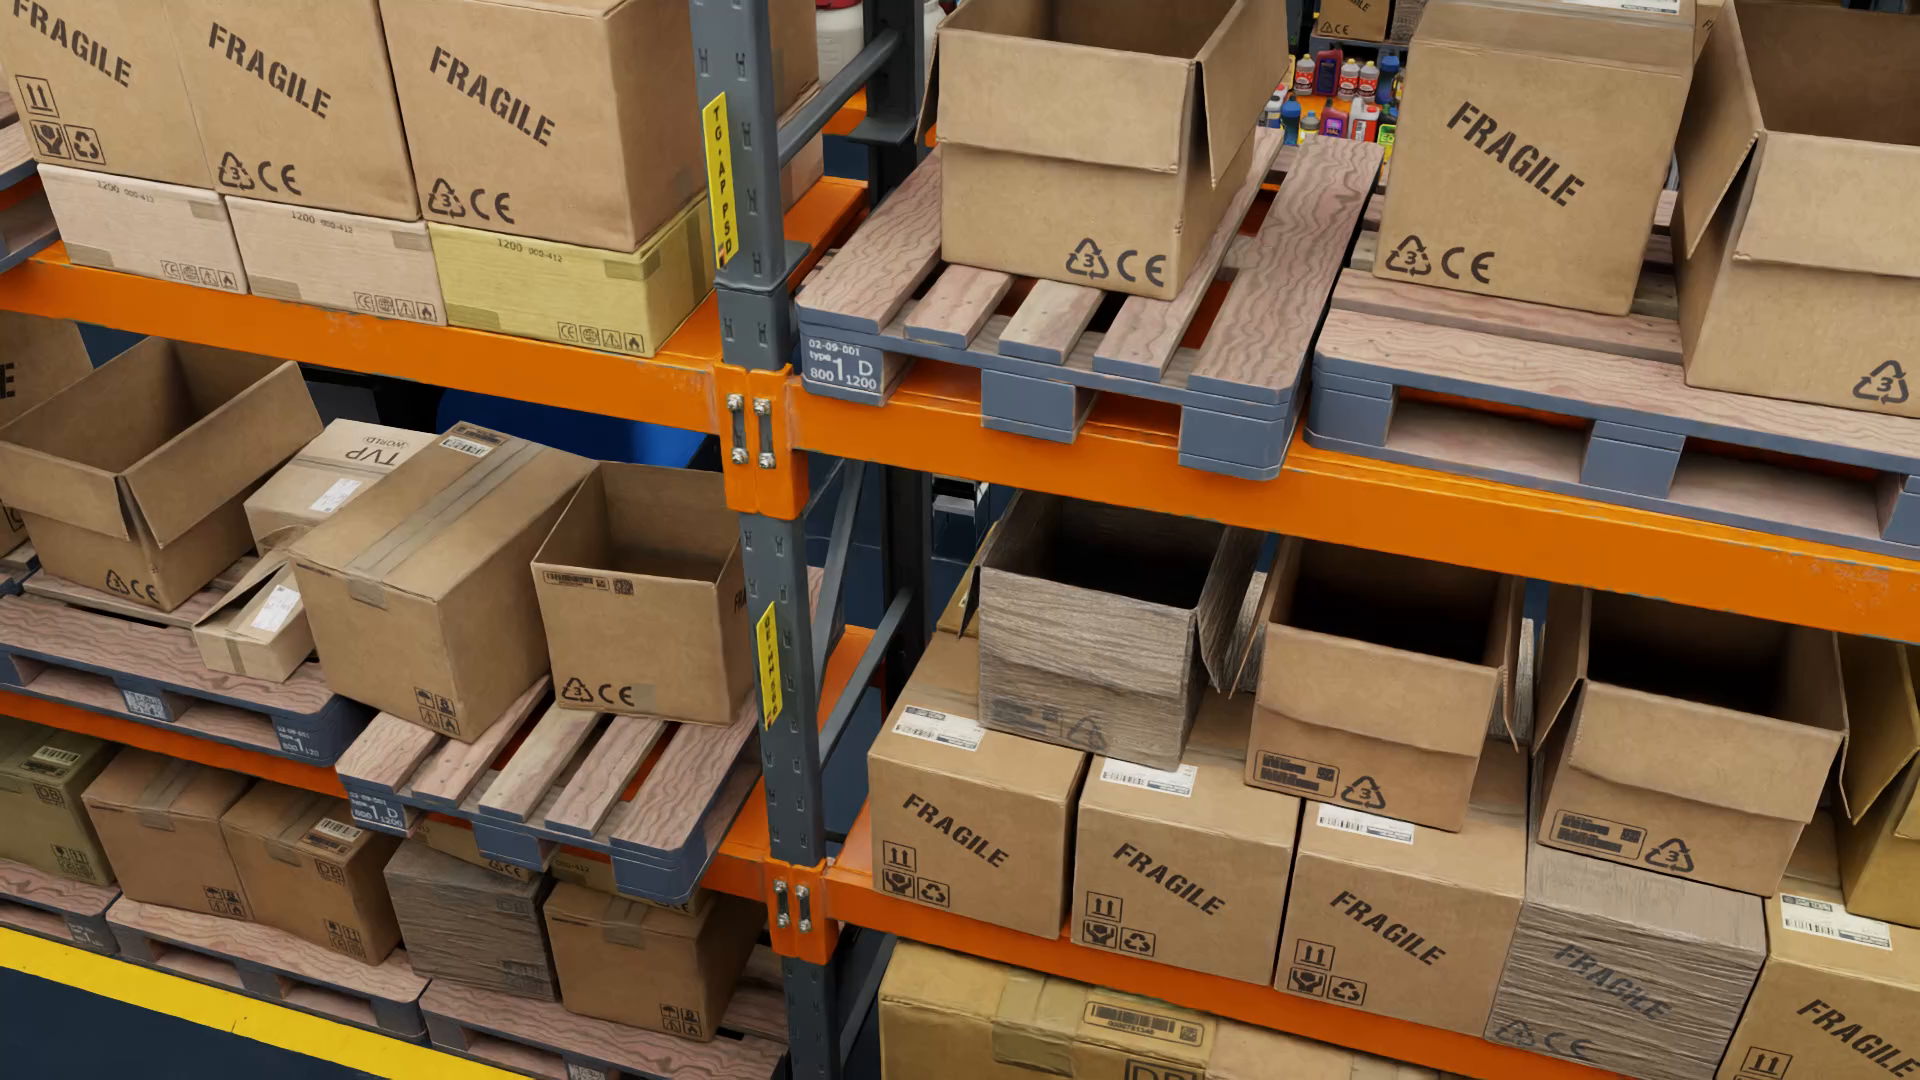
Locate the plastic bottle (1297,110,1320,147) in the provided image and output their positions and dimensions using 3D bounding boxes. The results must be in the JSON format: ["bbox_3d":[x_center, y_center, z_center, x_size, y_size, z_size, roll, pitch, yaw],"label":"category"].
[{"bbox_3d":[1.697,-1.986,8.085,0.097,0.201,0.097,0,36,0],"label":"plastic bottle"}]

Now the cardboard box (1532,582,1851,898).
[{"bbox_3d":[1.664,0.350,3.814,0.637,0.503,0.797,12,38,15],"label":"cardboard box"}]

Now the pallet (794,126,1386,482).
[{"bbox_3d":[0.338,-0.624,3.697,1.003,0.211,1.213,12,38,16],"label":"pallet"}]

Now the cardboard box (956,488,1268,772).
[{"bbox_3d":[0.401,0.118,4.129,0.637,0.503,0.797,12,38,15],"label":"cardboard box"}]

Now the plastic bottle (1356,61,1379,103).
[{"bbox_3d":[2.116,-2.380,8.620,0.097,0.201,0.097,0,36,0],"label":"plastic bottle"}]

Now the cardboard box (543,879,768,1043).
[{"bbox_3d":[-0.938,1.146,5.400,0.500,0.500,0.700,9,37,11],"label":"cardboard box"}]

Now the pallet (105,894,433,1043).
[{"bbox_3d":[-2.198,1.191,5.953,1.213,0.211,1.003,10,38,14],"label":"pallet"}]

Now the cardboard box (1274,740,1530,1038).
[{"bbox_3d":[1.074,0.802,4.046,0.500,0.500,0.500,10,37,13],"label":"cardboard box"}]

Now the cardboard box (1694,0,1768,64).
[{"bbox_3d":[5.457,-3.661,11.931,0.500,0.500,0.500,11,38,14],"label":"cardboard box"}]

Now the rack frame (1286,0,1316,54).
[{"bbox_3d":[2.665,-5.181,12.258,0.127,3.000,1.000,10,38,14],"label":"rack frame"}]

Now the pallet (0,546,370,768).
[{"bbox_3d":[-2.194,0.174,5.144,1.213,0.211,1.003,10,38,14],"label":"pallet"}]

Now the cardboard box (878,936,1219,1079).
[{"bbox_3d":[0.360,1.244,4.967,0.875,0.875,1.225,9,37,12],"label":"cardboard box"}]

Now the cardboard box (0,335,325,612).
[{"bbox_3d":[-2.428,-0.240,5.104,0.637,0.503,0.797,14,39,19],"label":"cardboard box"}]

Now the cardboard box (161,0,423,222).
[{"bbox_3d":[-1.315,-1.053,3.614,0.500,0.500,0.500,10,38,14],"label":"cardboard box"}]

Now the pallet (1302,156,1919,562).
[{"bbox_3d":[1.407,-0.428,3.430,1.213,0.211,1.003,12,38,16],"label":"pallet"}]

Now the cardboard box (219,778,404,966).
[{"bbox_3d":[-2.014,0.959,5.654,0.500,0.500,0.700,14,38,18],"label":"cardboard box"}]

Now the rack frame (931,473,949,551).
[{"bbox_3d":[-0.089,-0.379,7.506,0.006,0.900,0.240,10,38,14],"label":"rack frame"}]

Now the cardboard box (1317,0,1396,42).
[{"bbox_3d":[3.015,-4.109,12.540,0.500,0.500,0.500,12,38,16],"label":"cardboard box"}]

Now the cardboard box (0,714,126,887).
[{"bbox_3d":[-3.081,0.762,5.922,0.500,0.500,0.700,10,38,14],"label":"cardboard box"}]

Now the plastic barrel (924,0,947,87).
[{"bbox_3d":[-0.263,-2.559,8.602,0.421,0.512,0.421,0,36,0],"label":"plastic barrel"}]

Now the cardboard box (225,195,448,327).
[{"bbox_3d":[-1.297,-0.749,3.833,0.500,0.250,0.500,10,38,14],"label":"cardboard box"}]

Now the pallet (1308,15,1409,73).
[{"bbox_3d":[3.367,-3.904,12.876,1.213,0.211,1.003,10,38,14],"label":"pallet"}]

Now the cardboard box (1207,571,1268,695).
[{"bbox_3d":[0.727,0.422,4.562,0.500,0.500,0.500,10,38,13],"label":"cardboard box"}]

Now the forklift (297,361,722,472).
[{"bbox_3d":[-2.680,-1.594,7.443,3.031,2.935,1.130,9,37,12],"label":"forklift"}]

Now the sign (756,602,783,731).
[{"bbox_3d":[-0.445,0.298,3.904,0.005,0.325,0.100,10,38,14],"label":"sign"}]

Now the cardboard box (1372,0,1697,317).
[{"bbox_3d":[1.162,-0.824,3.370,0.500,0.500,0.500,12,38,16],"label":"cardboard box"}]

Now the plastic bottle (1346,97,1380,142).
[{"bbox_3d":[1.943,-1.987,8.024,0.135,0.276,0.152,10,38,14],"label":"plastic bottle"}]

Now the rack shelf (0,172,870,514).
[{"bbox_3d":[-2.201,-0.848,4.448,4.000,0.370,1.077,10,38,14],"label":"rack shelf"}]

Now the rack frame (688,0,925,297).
[{"bbox_3d":[-0.292,-1.992,2.865,0.127,3.000,1.000,10,38,14],"label":"rack frame"}]

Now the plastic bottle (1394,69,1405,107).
[{"bbox_3d":[2.302,-2.345,8.574,0.097,0.201,0.097,0,36,0],"label":"plastic bottle"}]

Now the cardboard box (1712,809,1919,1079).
[{"bbox_3d":[2.027,0.983,3.800,0.500,0.500,0.500,10,38,13],"label":"cardboard box"}]

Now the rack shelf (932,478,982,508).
[{"bbox_3d":[0.008,-0.262,7.554,0.200,0.077,0.258,10,38,14],"label":"rack shelf"}]

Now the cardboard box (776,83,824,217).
[{"bbox_3d":[-0.665,-0.951,4.107,0.500,0.250,0.500,11,38,15],"label":"cardboard box"}]

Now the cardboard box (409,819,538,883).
[{"bbox_3d":[-1.450,0.762,5.289,0.500,0.250,0.500,15,39,19],"label":"cardboard box"}]

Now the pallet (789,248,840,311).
[{"bbox_3d":[-0.704,-1.631,9.788,1.213,0.211,1.003,10,38,14],"label":"pallet"}]

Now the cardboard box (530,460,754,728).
[{"bbox_3d":[-0.820,0.142,4.588,0.500,0.500,0.500,6,37,8],"label":"cardboard box"}]

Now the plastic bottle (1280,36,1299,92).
[{"bbox_3d":[1.698,-2.501,8.717,0.133,0.283,0.061,10,38,14],"label":"plastic bottle"}]

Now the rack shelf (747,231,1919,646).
[{"bbox_3d":[1.617,-0.141,3.487,4.000,0.370,1.077,10,38,14],"label":"rack shelf"}]

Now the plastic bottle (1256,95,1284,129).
[{"bbox_3d":[1.501,-2.069,8.136,0.135,0.276,0.152,10,38,14],"label":"plastic bottle"}]

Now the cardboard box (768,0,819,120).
[{"bbox_3d":[-0.664,-1.254,3.887,0.500,0.500,0.500,11,38,14],"label":"cardboard box"}]

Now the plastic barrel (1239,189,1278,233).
[{"bbox_3d":[1.657,-1.597,8.866,0.708,0.830,0.600,10,38,14],"label":"plastic barrel"}]

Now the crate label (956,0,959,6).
[{"bbox_3d":[0.317,-2.721,8.887,0.616,0.435,0.502,10,38,14],"label":"crate label"}]

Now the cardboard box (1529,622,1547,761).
[{"bbox_3d":[1.709,0.602,4.317,0.500,0.500,0.500,11,38,15],"label":"cardboard box"}]

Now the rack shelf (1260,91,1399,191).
[{"bbox_3d":[3.094,-1.735,8.184,4.000,0.370,1.077,10,38,14],"label":"rack shelf"}]

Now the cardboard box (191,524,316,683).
[{"bbox_3d":[-1.964,0.167,4.752,0.258,0.266,0.396,9,37,13],"label":"cardboard box"}]

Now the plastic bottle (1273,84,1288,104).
[{"bbox_3d":[1.547,-2.155,8.252,0.135,0.276,0.152,10,38,14],"label":"plastic bottle"}]

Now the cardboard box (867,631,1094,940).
[{"bbox_3d":[0.091,0.623,4.288,0.500,0.500,0.500,12,38,15],"label":"cardboard box"}]

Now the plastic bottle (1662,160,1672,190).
[{"bbox_3d":[3.231,-1.702,7.699,0.097,0.201,0.097,0,36,0],"label":"plastic bottle"}]

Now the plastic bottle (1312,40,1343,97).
[{"bbox_3d":[1.918,-2.461,8.661,0.133,0.283,0.061,10,38,14],"label":"plastic bottle"}]

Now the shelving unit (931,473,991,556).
[{"bbox_3d":[0.008,-0.361,7.481,0.210,0.900,0.258,10,38,14],"label":"shelving unit"}]
